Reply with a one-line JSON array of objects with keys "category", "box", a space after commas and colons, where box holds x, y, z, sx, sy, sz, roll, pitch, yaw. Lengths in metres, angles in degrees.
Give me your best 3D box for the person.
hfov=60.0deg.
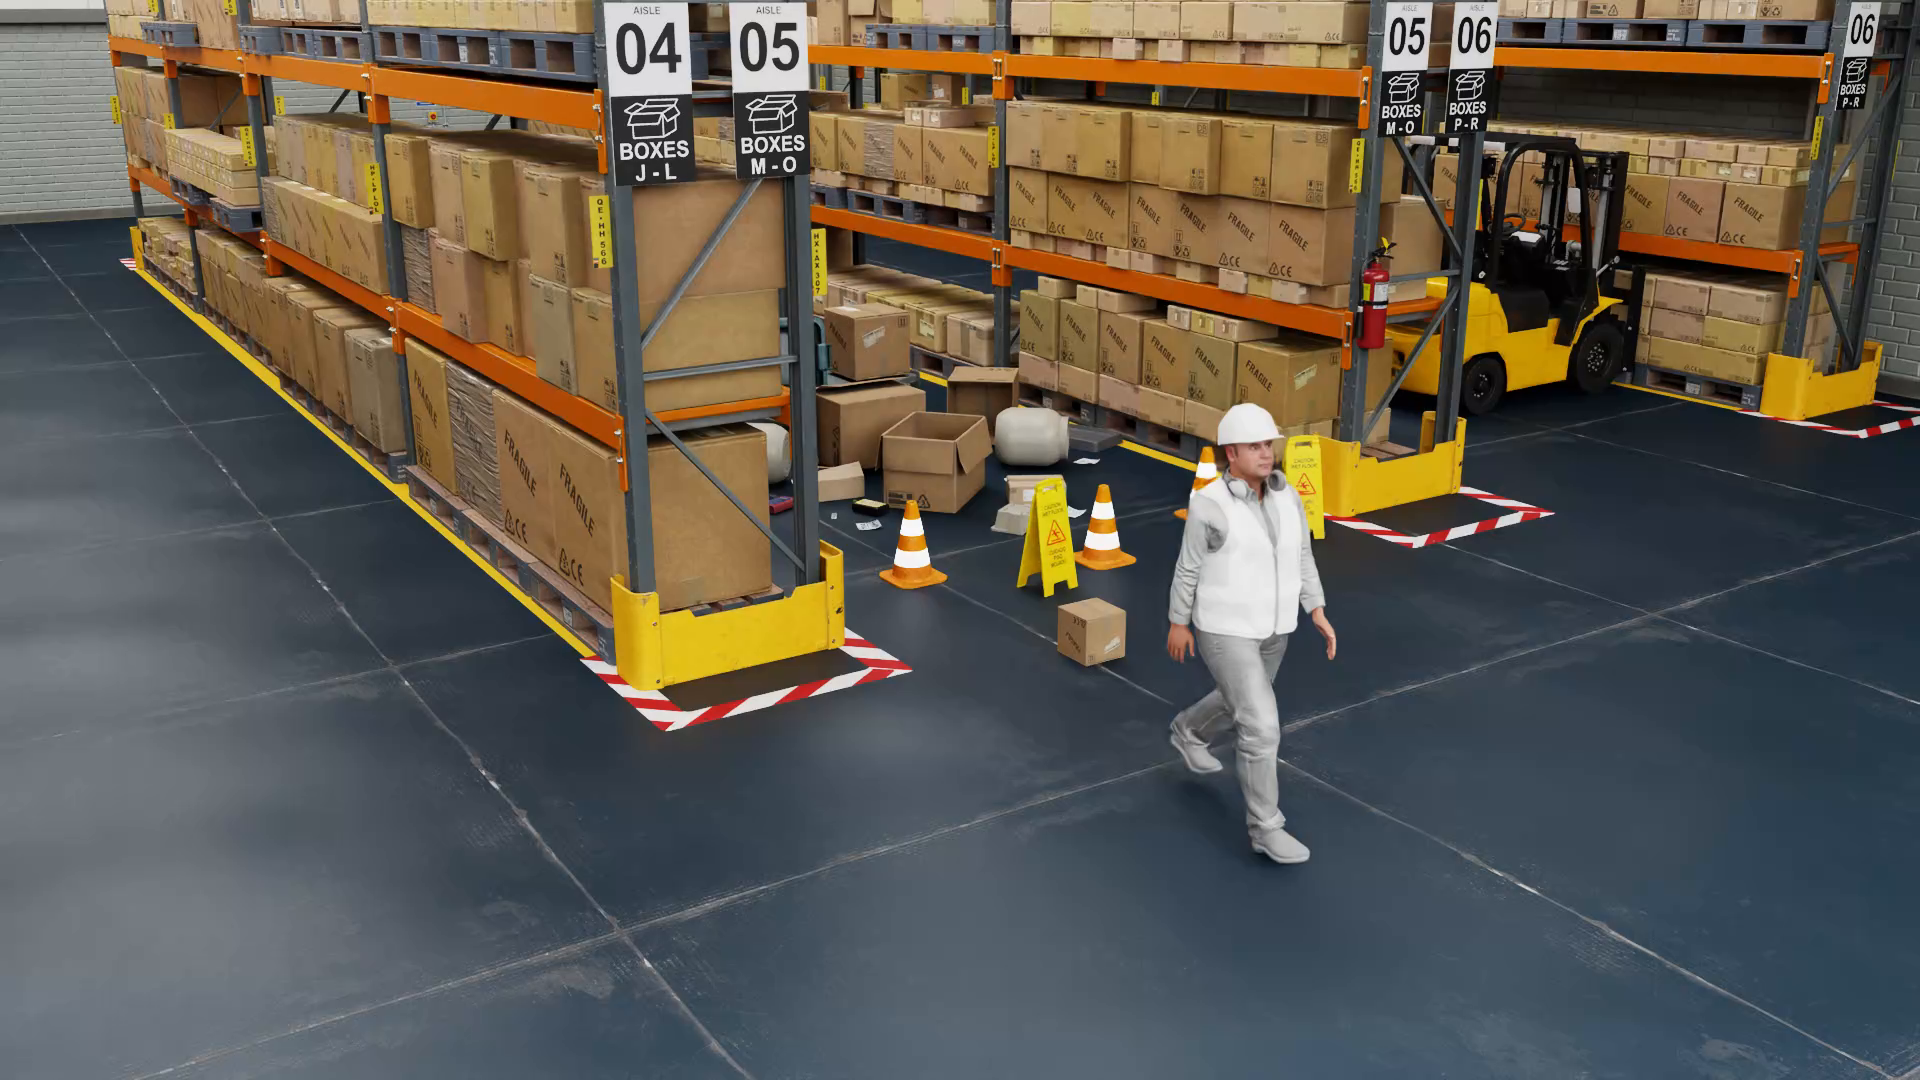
[{"category": "person", "box": [1.129, 0.313, 6.545, 0.549, 1.733, 1.018, -11, 21, -31]}]
